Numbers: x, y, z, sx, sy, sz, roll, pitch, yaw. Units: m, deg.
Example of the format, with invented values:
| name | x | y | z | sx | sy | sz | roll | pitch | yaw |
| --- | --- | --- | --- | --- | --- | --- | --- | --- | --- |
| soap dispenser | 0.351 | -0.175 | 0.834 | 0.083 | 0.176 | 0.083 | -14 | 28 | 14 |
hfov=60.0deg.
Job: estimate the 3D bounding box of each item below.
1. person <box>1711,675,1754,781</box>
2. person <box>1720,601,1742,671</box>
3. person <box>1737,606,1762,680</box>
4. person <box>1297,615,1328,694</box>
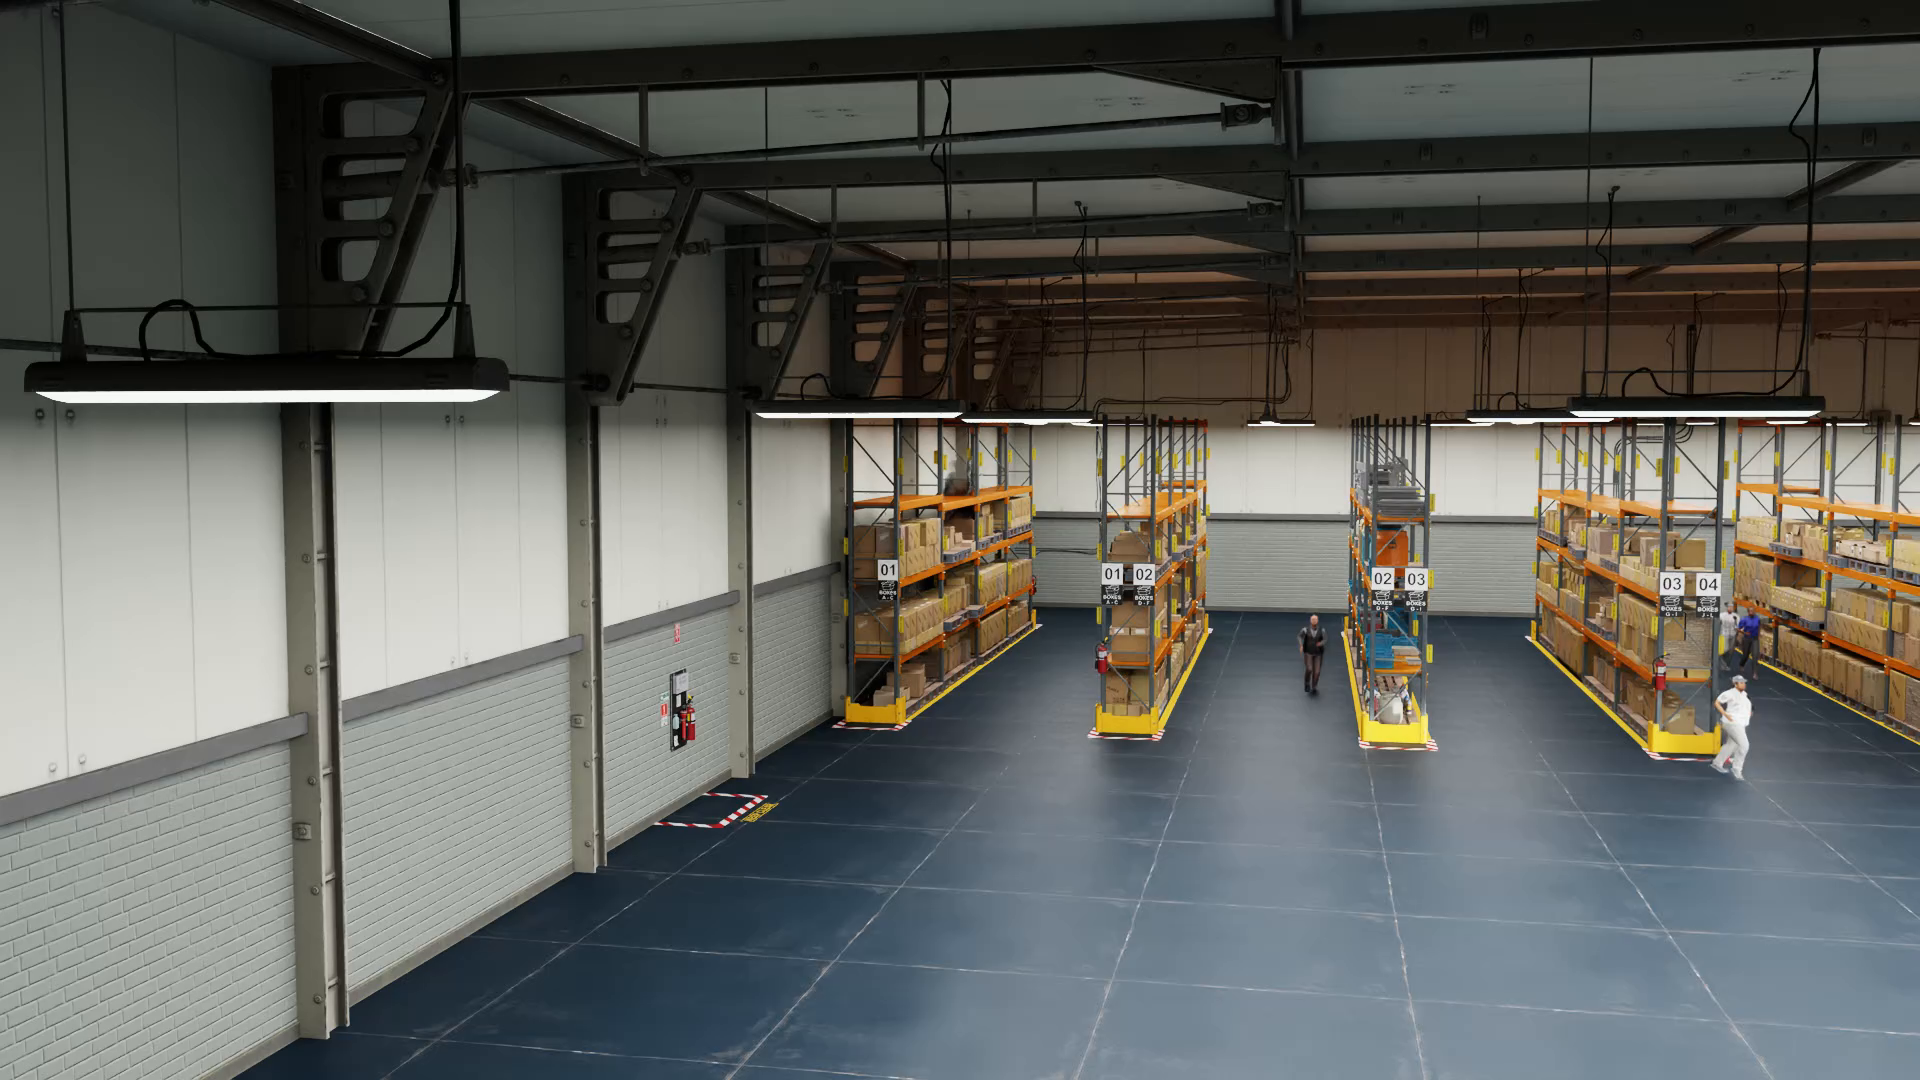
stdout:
| name | x | y | z | sx | sy | sz | roll | pitch | yaw |
| --- | --- | --- | --- | --- | --- | --- | --- | --- | --- |
| person | 12.768 | 3.081 | 27.408 | 0.628 | 1.729 | 0.639 | -3 | 5 | -38 |
| person | 18.113 | 2.268 | 39.175 | 0.591 | 1.670 | 0.634 | 1 | 4 | 11 |
| person | 18.160 | 2.350 | 38.228 | 0.585 | 1.639 | 0.915 | 1 | 4 | 8 |
| person | 7.618 | 2.475 | 35.855 | 0.630 | 1.701 | 0.676 | 0 | 4 | 4 |
